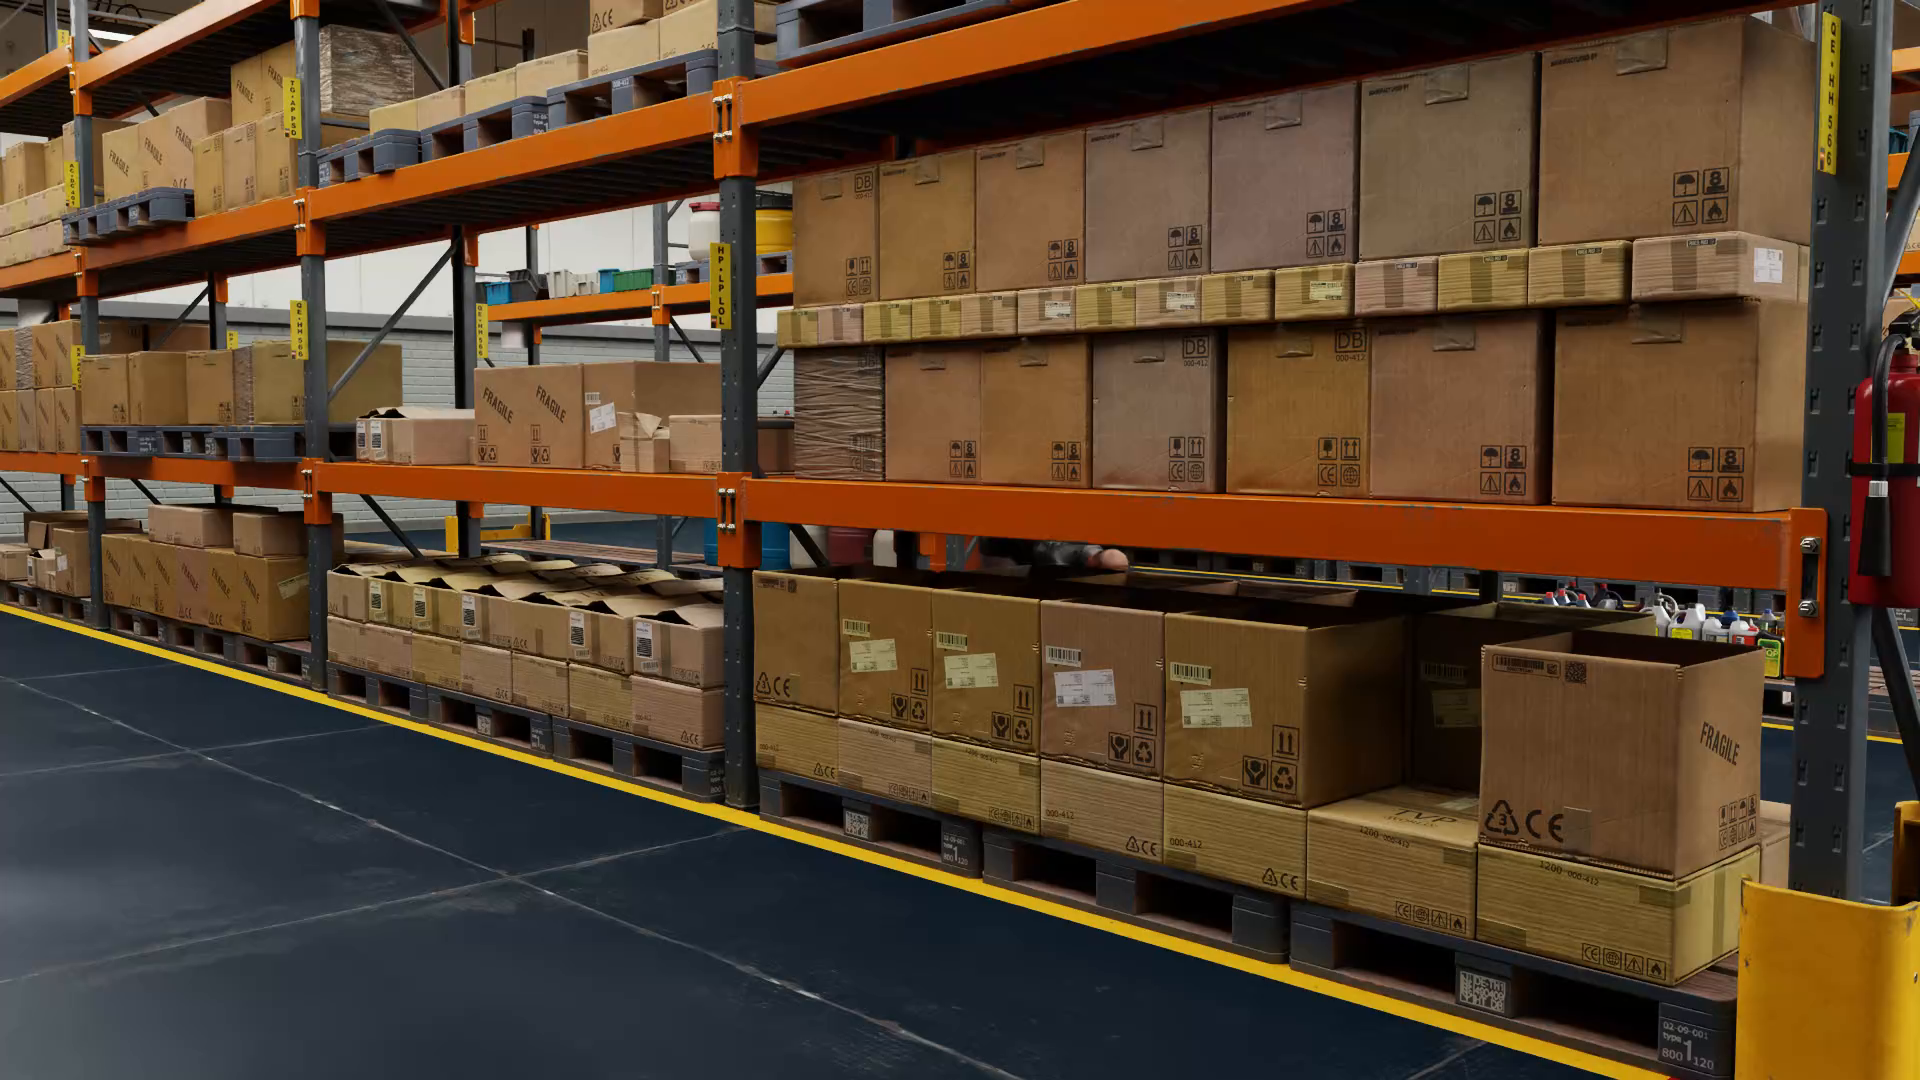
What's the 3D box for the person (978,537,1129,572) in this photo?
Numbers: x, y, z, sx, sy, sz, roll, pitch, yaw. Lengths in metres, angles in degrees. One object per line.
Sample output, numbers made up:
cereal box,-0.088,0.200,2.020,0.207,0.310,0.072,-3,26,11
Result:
person,0.531,0.357,9.211,0.952,1.041,0.483,4,5,43
